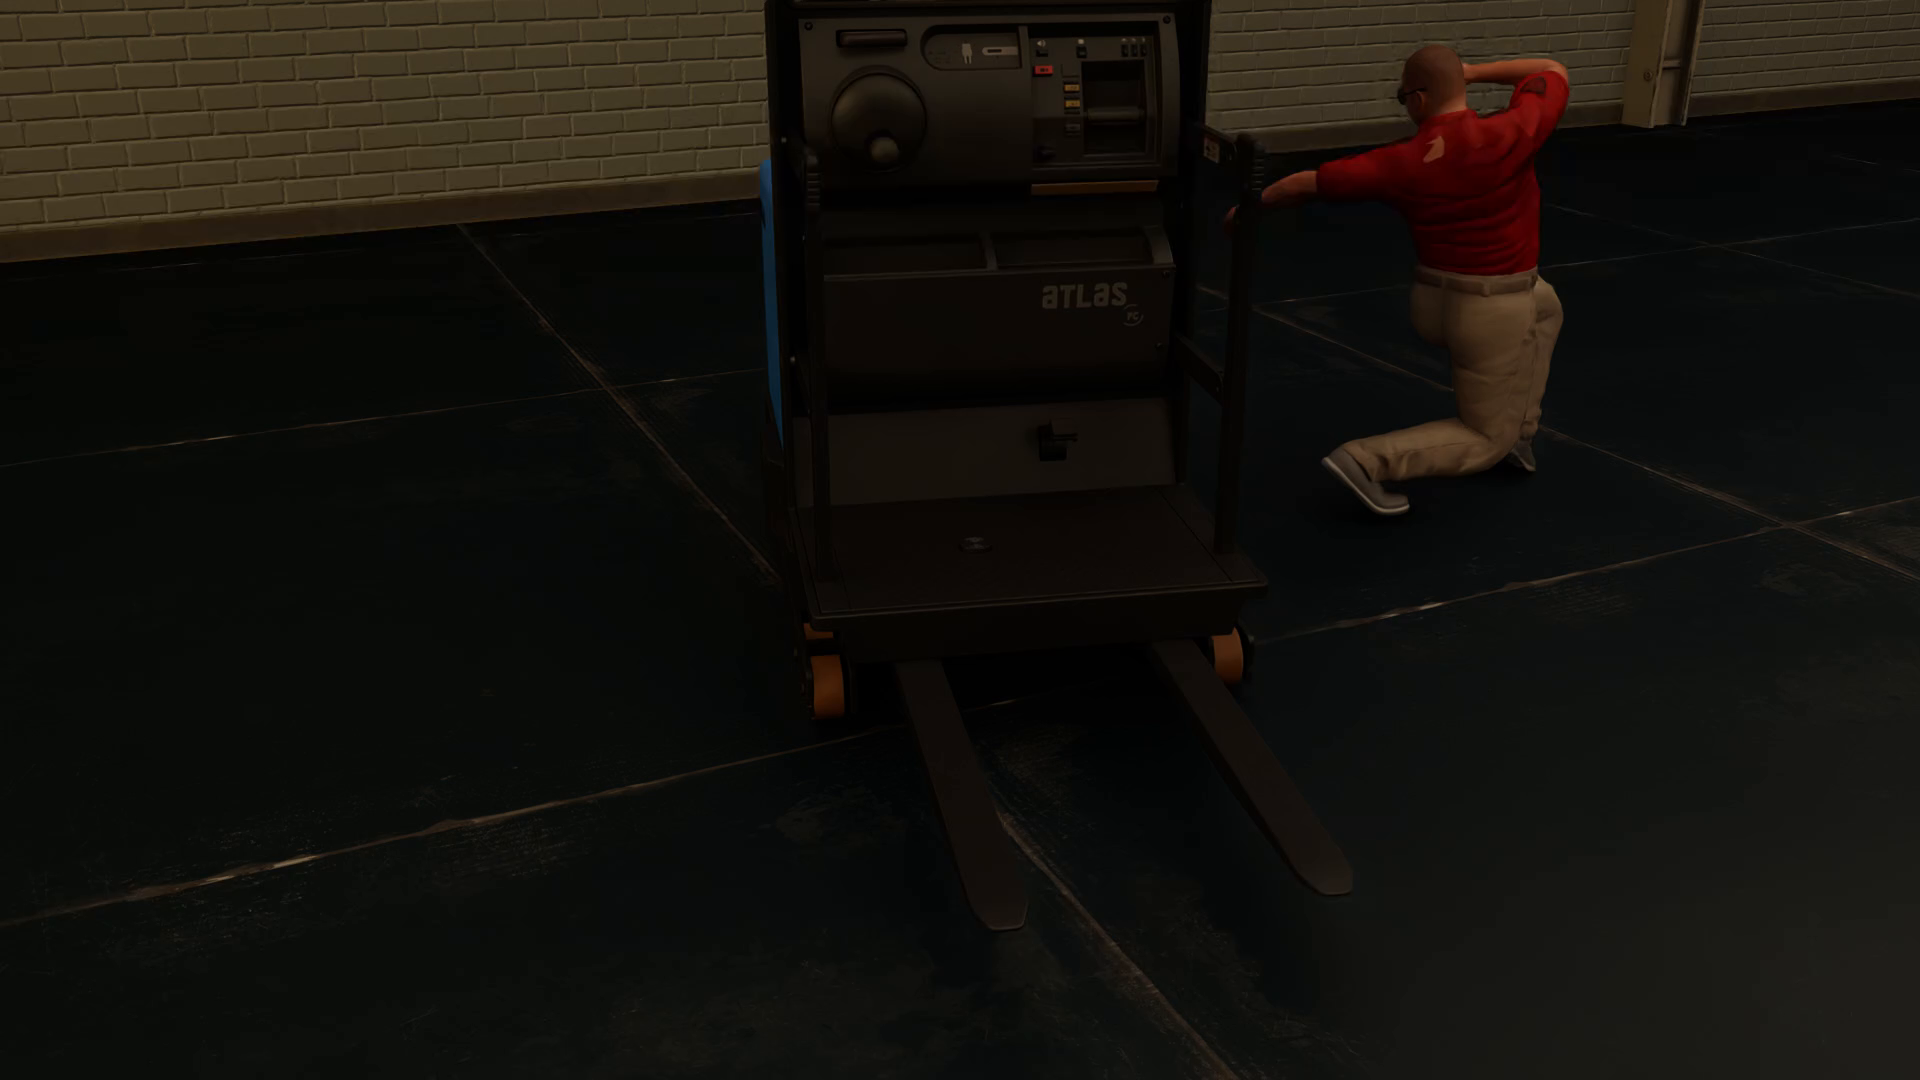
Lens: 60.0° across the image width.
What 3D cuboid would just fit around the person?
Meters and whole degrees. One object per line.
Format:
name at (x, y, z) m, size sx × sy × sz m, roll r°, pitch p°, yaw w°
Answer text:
person at (1.454, -0.873, 5.367) m, size 0.956 × 1.444 × 0.977 m, roll -14°, pitch 27°, yaw -31°

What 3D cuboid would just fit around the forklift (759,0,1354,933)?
forklift at (0.118, -1.063, 3.844) m, size 1.130 × 2.935 × 3.031 m, roll -4°, pitch 23°, yaw -9°
